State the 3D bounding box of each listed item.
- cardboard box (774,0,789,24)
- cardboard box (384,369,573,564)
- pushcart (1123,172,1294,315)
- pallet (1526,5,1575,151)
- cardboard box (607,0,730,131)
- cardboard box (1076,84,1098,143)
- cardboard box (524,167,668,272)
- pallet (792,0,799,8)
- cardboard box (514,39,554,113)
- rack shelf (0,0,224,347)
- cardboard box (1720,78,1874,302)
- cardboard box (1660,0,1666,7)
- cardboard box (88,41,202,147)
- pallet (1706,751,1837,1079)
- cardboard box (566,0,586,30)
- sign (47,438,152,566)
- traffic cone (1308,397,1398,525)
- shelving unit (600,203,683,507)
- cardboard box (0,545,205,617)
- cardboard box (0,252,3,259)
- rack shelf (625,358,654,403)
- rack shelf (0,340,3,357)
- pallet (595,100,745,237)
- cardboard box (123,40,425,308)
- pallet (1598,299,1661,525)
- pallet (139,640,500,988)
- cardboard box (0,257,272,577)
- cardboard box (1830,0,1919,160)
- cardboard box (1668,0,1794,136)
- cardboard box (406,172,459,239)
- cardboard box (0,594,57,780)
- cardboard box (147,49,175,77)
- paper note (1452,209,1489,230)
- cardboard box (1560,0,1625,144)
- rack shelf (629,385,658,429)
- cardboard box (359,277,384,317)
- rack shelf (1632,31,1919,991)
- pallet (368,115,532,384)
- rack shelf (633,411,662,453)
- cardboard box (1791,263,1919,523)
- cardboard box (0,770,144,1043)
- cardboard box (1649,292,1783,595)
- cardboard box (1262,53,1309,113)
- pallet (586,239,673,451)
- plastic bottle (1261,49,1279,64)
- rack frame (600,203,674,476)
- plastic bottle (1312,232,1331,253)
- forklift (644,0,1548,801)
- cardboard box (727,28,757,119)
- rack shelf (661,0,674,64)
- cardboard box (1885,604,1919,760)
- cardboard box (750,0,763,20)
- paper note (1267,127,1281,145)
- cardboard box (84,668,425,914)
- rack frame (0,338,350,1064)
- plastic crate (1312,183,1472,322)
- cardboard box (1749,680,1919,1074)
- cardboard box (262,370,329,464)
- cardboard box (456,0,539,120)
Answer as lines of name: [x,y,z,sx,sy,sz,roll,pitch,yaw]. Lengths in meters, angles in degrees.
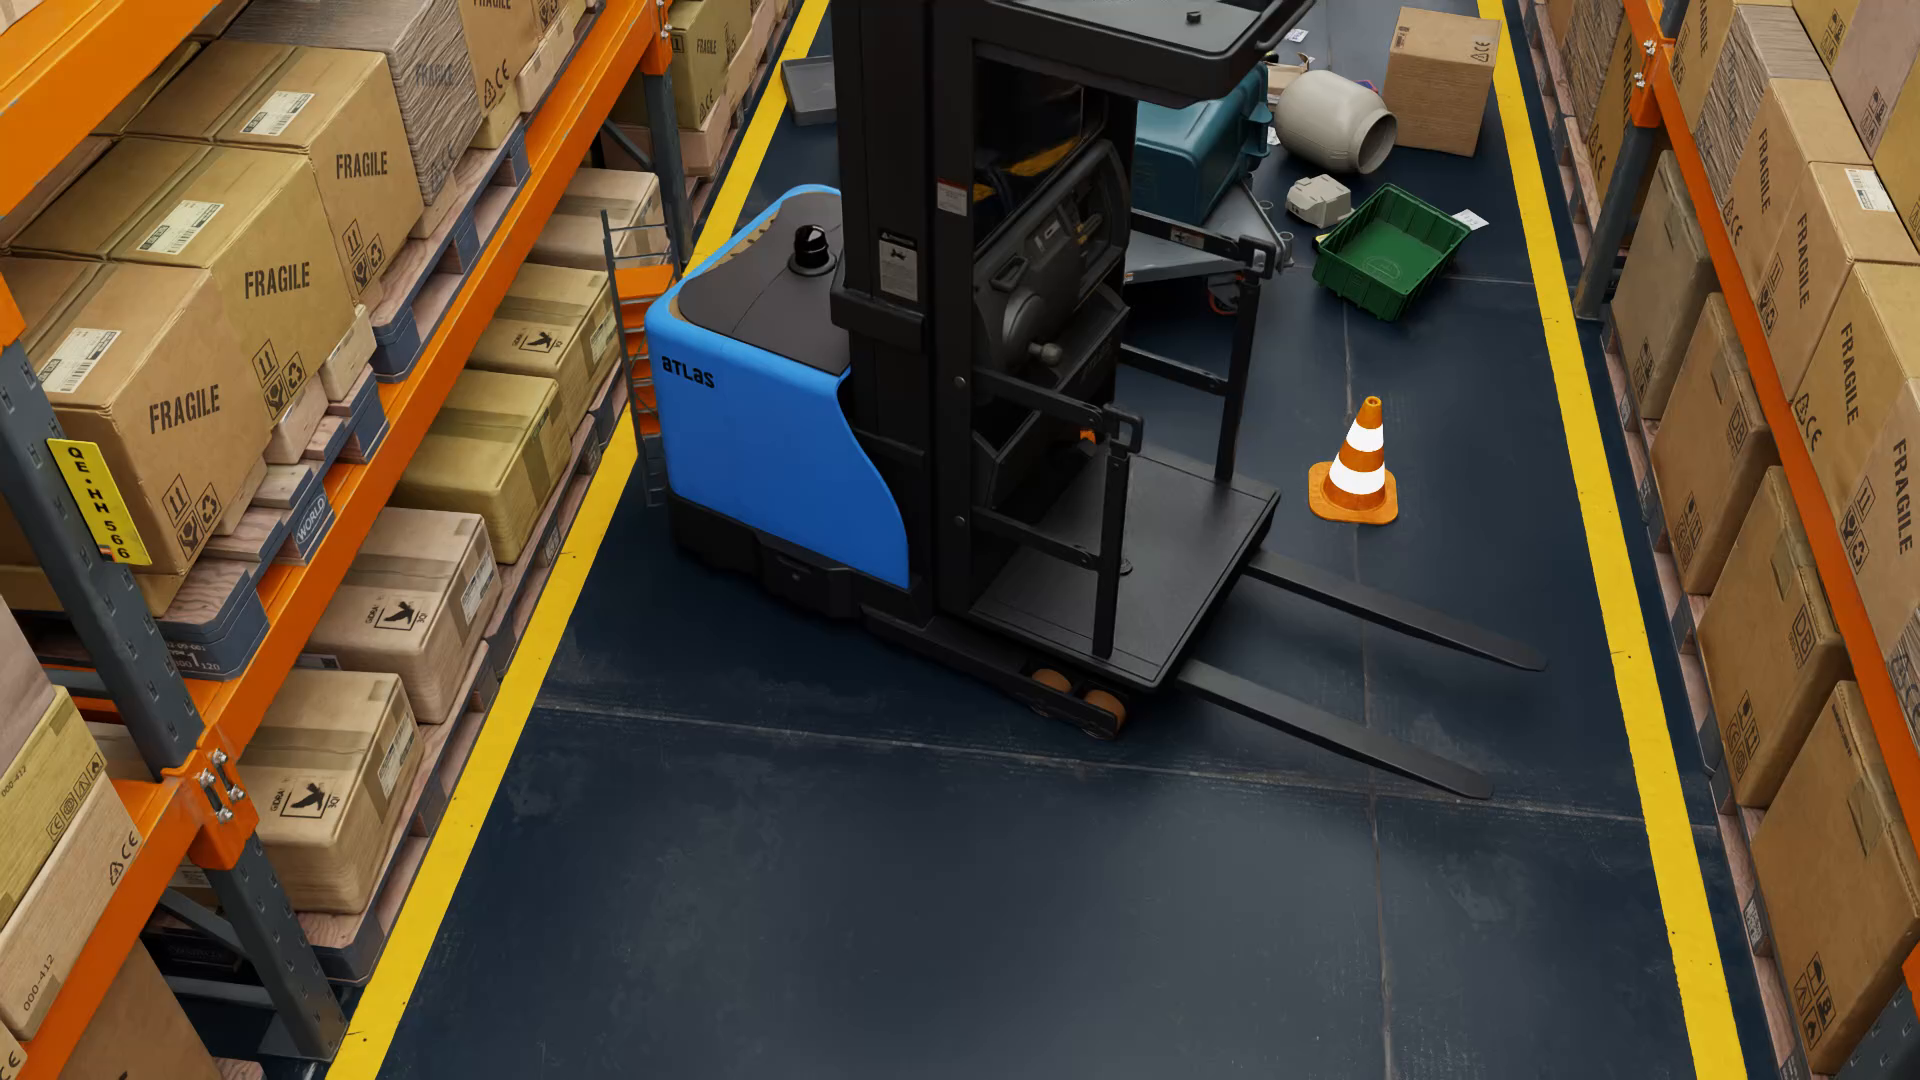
cardboard box: [-1.179,-3.020,8.953,0.500,0.250,0.500,4,44,4]
cardboard box: [-1.976,-0.301,5.993,0.950,0.372,0.625,7,44,7]
pushcart: [0.539,-1.300,7.348,1.648,0.377,0.936,-9,44,-9]
pallet: [3.530,-2.376,8.606,1.003,0.211,1.213,5,44,6]
cardboard box: [-1.382,-2.229,7.572,0.500,0.500,0.500,7,44,8]
cardboard box: [0.963,-2.229,8.139,0.797,0.637,0.503,5,44,6]
cardboard box: [-1.794,-1.266,7.011,0.950,0.372,0.625,6,44,6]
pallet: [-1.351,-3.536,9.831,1.003,0.211,1.213,5,44,6]
cardboard box: [-1.603,-1.580,5.614,0.380,0.149,0.250,6,44,6]
rack shelf: [-1.992,-1.890,4.406,1.077,0.370,4.000,5,44,6]
cardboard box: [2.722,-1.062,5.117,0.500,0.500,0.500,5,44,5]
cardboard box: [3.230,-2.351,6.442,0.875,0.550,0.550,5,44,6]
cardboard box: [-2.348,-1.028,4.560,0.500,0.500,0.500,3,43,3]
pallet: [2.843,1.164,4.867,1.003,0.211,1.213,5,44,6]
cardboard box: [-1.574,-1.933,5.987,0.380,0.149,0.250,4,44,4]
sign: [-1.705,-0.071,3.302,0.100,0.325,0.005,5,44,6]
traffic cone: [1.519,-0.346,6.279,0.336,0.463,0.334,5,44,6]
shelving unit: [-1.098,-0.644,6.056,0.258,1.200,0.189,-8,44,-9]
cardboard box: [-2.029,0.035,3.909,0.380,0.149,0.250,3,44,3]
cardboard box: [-2.472,-0.331,3.823,0.500,0.500,0.500,4,44,4]
rack shelf: [-1.098,-0.612,6.086,0.258,0.103,0.180,-8,44,-9]
rack shelf: [-2.520,0.836,1.527,1.077,0.370,4.000,5,44,6]
pallet: [-1.673,-1.874,8.075,1.003,0.211,1.213,5,44,6]
cardboard box: [-1.842,-1.000,4.530,0.500,0.500,0.500,6,44,6]
pallet: [3.165,-0.499,6.623,1.003,0.211,1.213,5,44,6]
pallet: [-2.151,0.781,5.272,1.003,0.211,1.213,5,44,6]
cardboard box: [-1.967,-0.282,3.771,0.500,0.500,0.500,4,44,4]
cardboard box: [3.000,-1.409,4.757,0.700,0.500,0.500,6,44,6]
cardboard box: [2.856,-1.746,5.840,0.500,0.500,0.500,6,44,6]
cardboard box: [-1.767,-1.062,5.067,0.380,0.149,0.250,7,44,7]
cardboard box: [-2.065,0.278,2.975,0.500,0.500,0.500,4,44,4]
cardboard box: [-2.319,-1.372,4.451,0.380,0.149,0.250,3,44,4]
paper note: [2.384,-1.507,7.819,0.147,0.020,0.142,-24,48,-23]
cardboard box: [3.461,-2.462,7.908,0.875,0.875,0.875,6,44,6]
rack shelf: [-1.099,-0.524,6.168,0.258,0.103,0.180,-8,44,-9]
cardboard box: [-1.865,-0.694,4.678,0.380,0.149,0.250,8,44,8]
rack shelf: [2.928,-0.420,5.035,1.077,0.370,4.000,5,44,6]
pallet: [-2.035,-0.982,5.245,1.003,0.211,1.213,5,44,6]
rack shelf: [-1.099,-0.436,6.249,0.258,0.103,0.180,-8,44,-9]
cardboard box: [2.591,-0.366,4.382,0.500,0.500,0.500,5,44,5]
cardboard box: [-2.066,0.724,3.413,0.500,0.250,0.500,4,44,4]
cardboard box: [3.068,-0.291,5.707,1.050,0.750,0.750,5,44,6]
cardboard box: [1.594,-2.390,8.581,0.396,0.266,0.258,12,45,13]
pallet: [-1.829,-0.882,7.028,1.003,0.211,1.213,5,44,6]
plastic bottle: [1.634,-2.622,8.975,0.133,0.061,0.283,-9,44,-9]
rack frame: [-1.117,-0.705,6.121,0.240,1.200,0.006,-8,44,-9]
plastic bottle: [1.733,-1.303,7.581,0.133,0.061,0.283,-16,46,-16]
forklift: [0.470,-0.821,4.986,3.031,2.935,1.130,21,47,21]
cardboard box: [-1.322,-2.322,8.215,0.500,0.250,0.500,8,44,8]
rack shelf: [-1.463,-3.527,8.316,1.077,0.370,4.000,5,44,6]
cardboard box: [2.457,0.314,3.664,0.500,0.500,0.500,5,44,6]
cardboard box: [-1.252,-2.948,8.331,0.500,0.500,0.500,7,44,8]
paper note: [1.558,-2.055,8.404,0.172,0.023,0.155,20,47,20]
cardboard box: [-2.171,0.718,4.915,0.950,0.372,0.625,3,43,3]
rack frame: [-2.256,0.301,3.751,1.000,3.000,0.127,5,44,6]
plastic crate: [1.917,-1.281,7.425,0.450,0.188,0.662,35,53,18]
cardboard box: [2.834,0.940,4.407,1.050,0.750,0.750,5,44,5]
cardboard box: [-1.876,-0.337,4.301,0.380,0.149,0.250,3,44,3]
cardboard box: [-1.699,-1.697,5.266,0.500,0.500,0.500,7,44,7]
